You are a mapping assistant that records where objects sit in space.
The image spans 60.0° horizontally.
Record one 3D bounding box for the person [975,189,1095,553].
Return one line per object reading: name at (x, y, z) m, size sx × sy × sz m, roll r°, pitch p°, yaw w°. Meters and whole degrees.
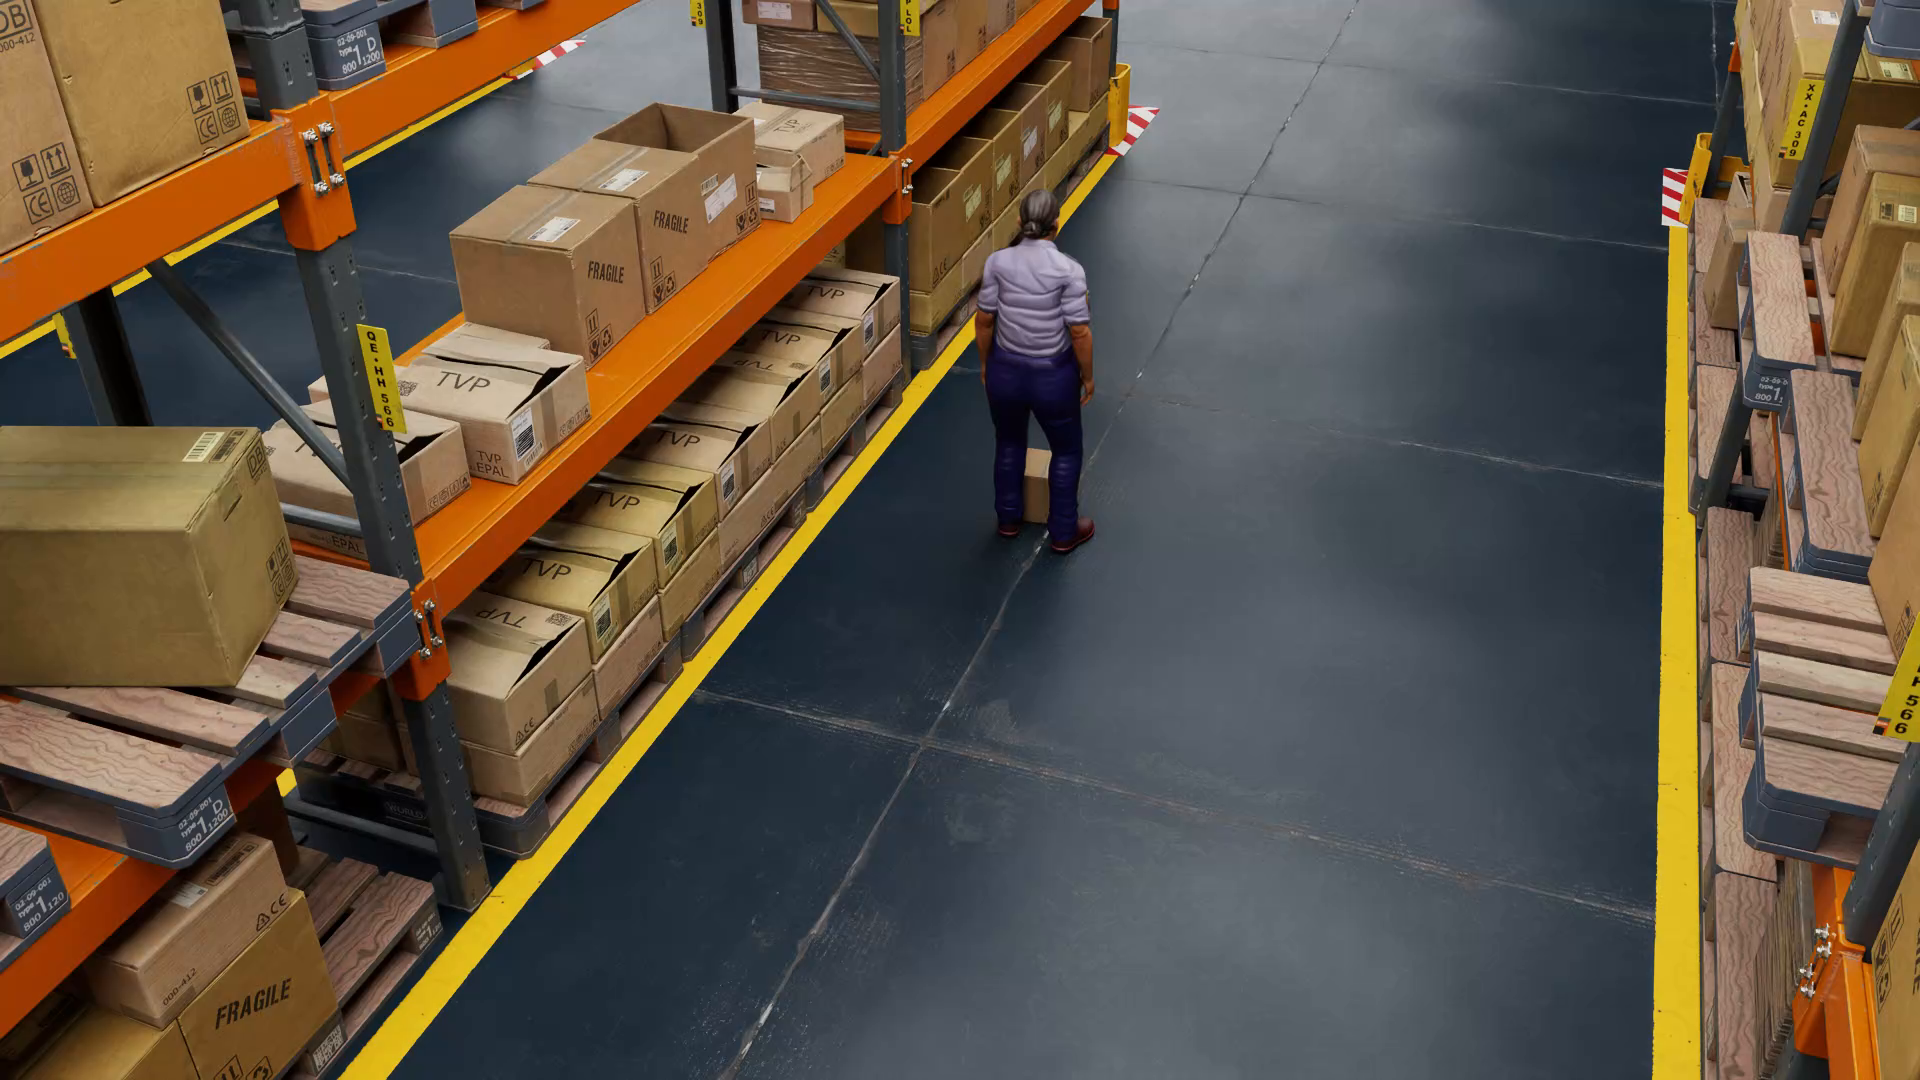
person at (0.336, -0.720, 7.236) m, size 0.538 × 1.652 × 0.413 m, roll 11°, pitch 35°, yaw 17°
